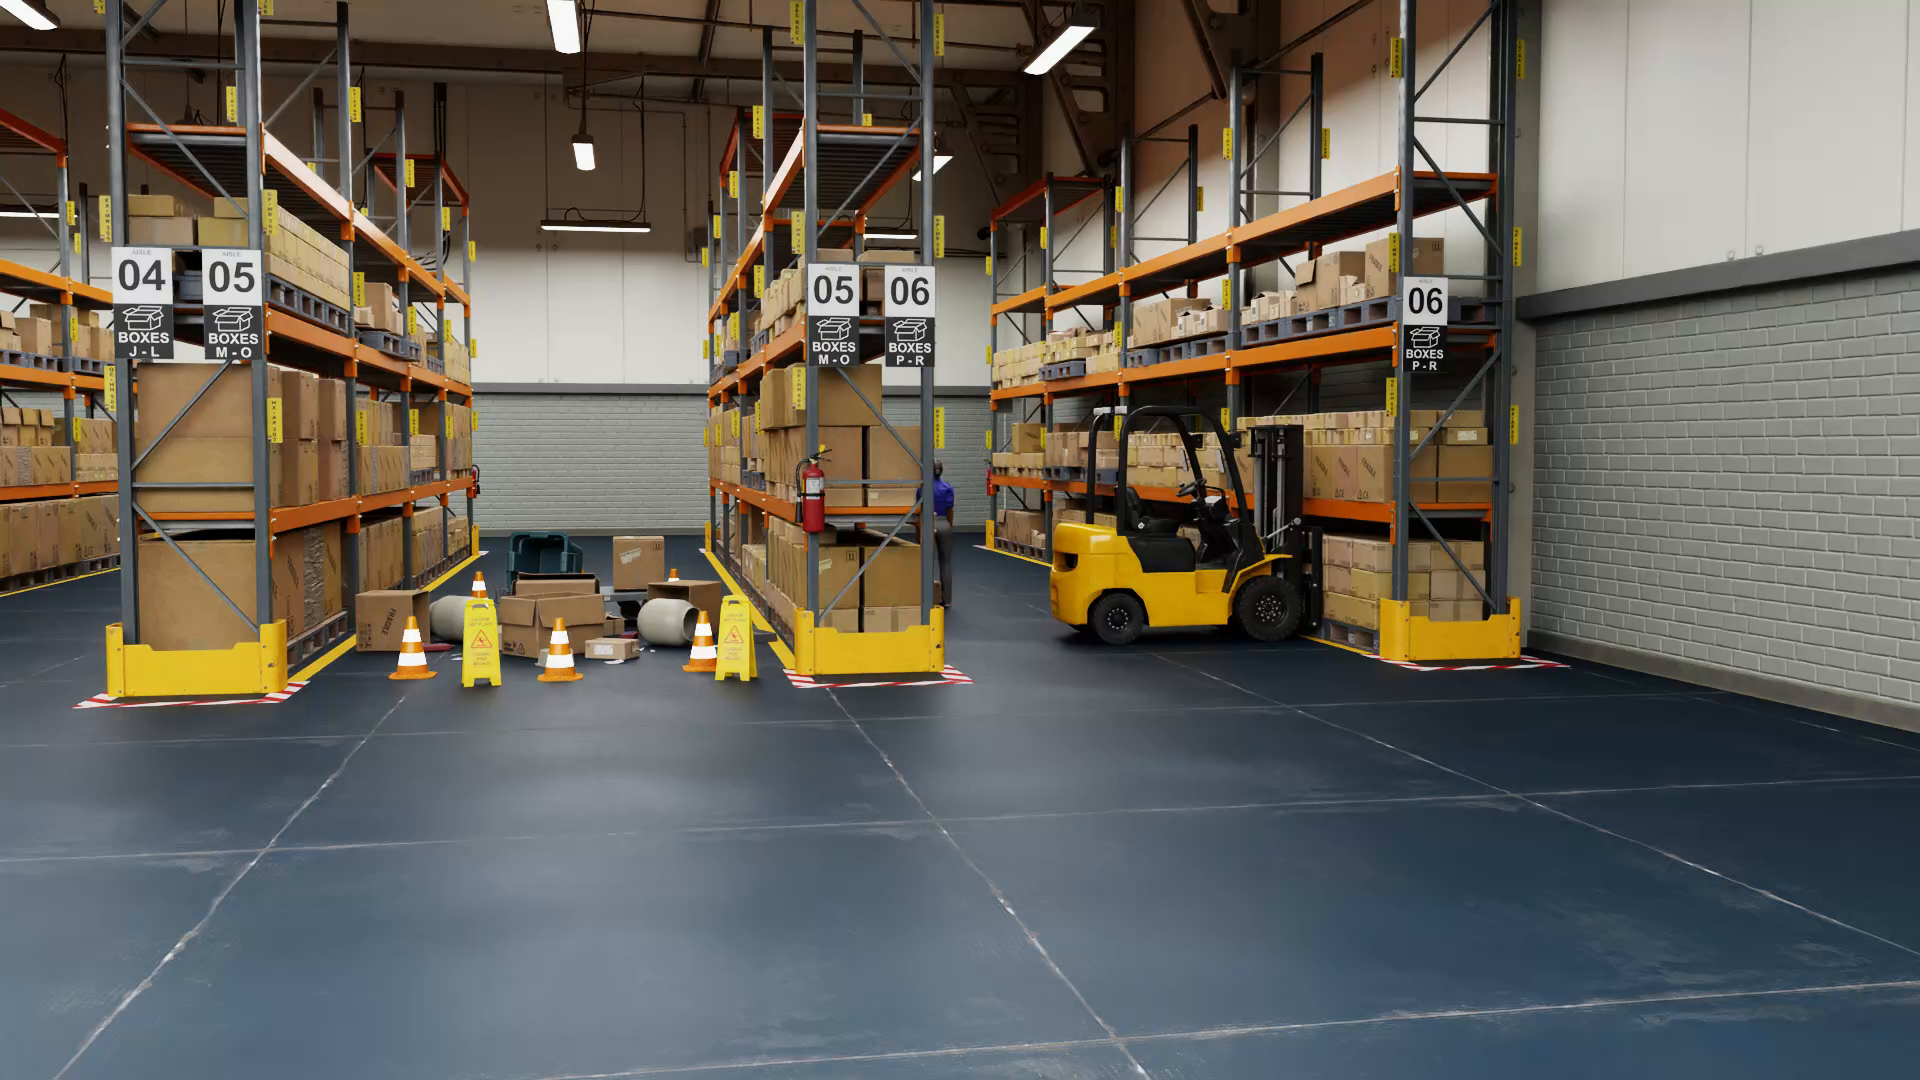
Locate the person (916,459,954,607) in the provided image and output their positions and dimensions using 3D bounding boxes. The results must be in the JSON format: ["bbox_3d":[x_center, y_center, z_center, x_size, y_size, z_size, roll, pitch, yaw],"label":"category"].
[{"bbox_3d":[-0.288,-0.073,18.517,0.438,1.660,0.307,-1,3,-10],"label":"person"}]
